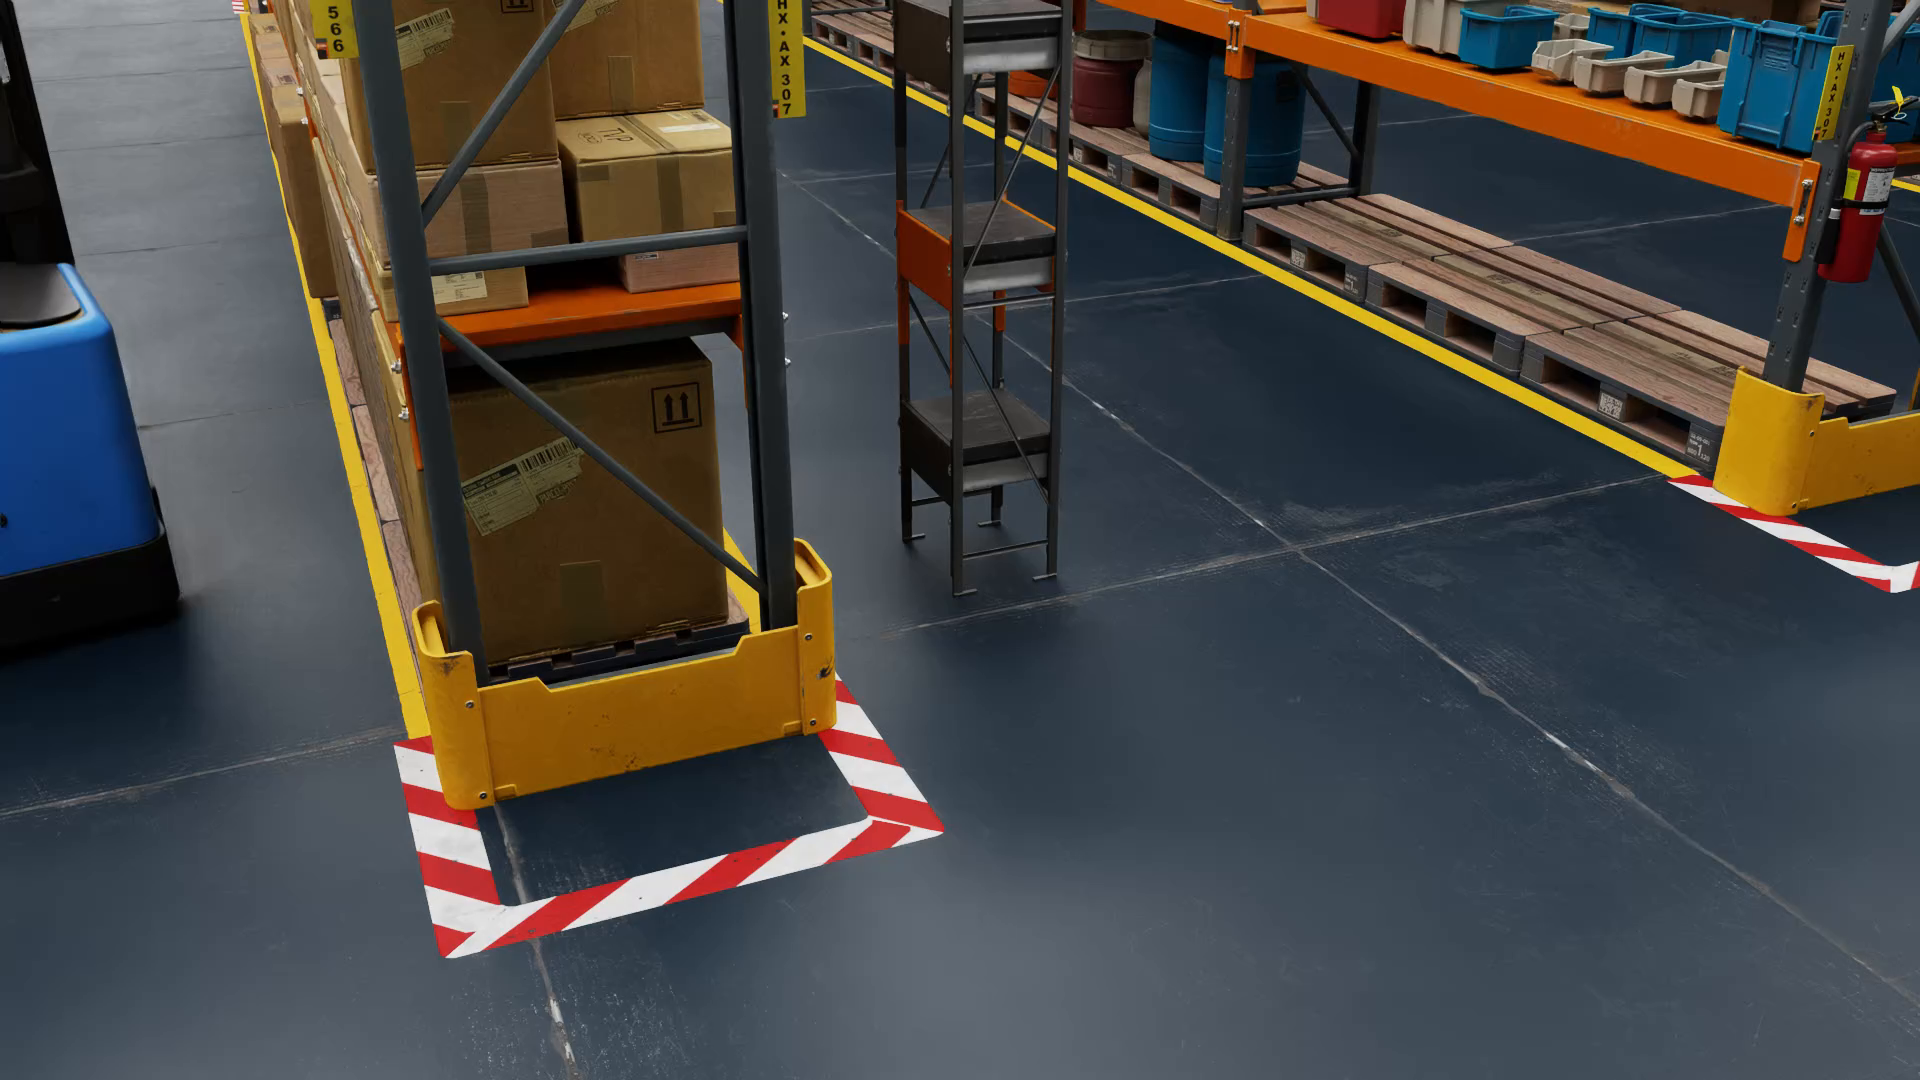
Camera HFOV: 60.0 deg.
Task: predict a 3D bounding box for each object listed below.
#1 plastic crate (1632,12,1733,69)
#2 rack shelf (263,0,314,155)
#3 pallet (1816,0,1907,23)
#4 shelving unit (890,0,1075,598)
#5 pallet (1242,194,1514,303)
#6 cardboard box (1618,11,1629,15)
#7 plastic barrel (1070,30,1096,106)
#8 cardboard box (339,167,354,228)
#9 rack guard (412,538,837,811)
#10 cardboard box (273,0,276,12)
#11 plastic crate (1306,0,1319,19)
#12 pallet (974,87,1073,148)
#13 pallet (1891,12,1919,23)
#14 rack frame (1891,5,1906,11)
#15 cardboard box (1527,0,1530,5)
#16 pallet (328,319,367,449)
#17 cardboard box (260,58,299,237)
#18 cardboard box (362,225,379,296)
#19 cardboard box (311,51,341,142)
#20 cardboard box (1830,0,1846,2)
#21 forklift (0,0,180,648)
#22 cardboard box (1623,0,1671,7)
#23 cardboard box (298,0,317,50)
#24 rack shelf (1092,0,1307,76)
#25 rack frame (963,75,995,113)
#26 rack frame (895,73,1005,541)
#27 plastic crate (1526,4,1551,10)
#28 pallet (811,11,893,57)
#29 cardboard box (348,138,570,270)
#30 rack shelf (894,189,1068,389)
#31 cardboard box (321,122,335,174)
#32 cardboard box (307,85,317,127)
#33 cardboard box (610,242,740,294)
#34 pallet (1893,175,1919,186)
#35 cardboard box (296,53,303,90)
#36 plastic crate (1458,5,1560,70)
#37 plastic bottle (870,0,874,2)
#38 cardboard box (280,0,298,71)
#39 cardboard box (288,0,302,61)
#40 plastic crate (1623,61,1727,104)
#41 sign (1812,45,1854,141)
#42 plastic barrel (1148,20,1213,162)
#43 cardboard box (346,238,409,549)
[{"bbox_3d":[3.276,-2.246,7.553,0.416,0.233,0.300,-11,28,-21],"label":"plastic crate"},{"bbox_3d":[-3.321,-2.854,9.497,1.077,0.370,4.000,-11,28,-21],"label":"rack shelf"},{"bbox_3d":[9.264,-5.601,17.480,1.003,0.211,1.213,-11,28,-21],"label":"pallet"},{"bbox_3d":[0.065,-0.877,5.652,0.431,2.100,0.503,-11,28,-21],"label":"shelving unit"},{"bbox_3d":[2.343,-1.678,9.446,1.003,0.211,1.213,-11,28,-21],"label":"pallet"},{"bbox_3d":[5.538,-3.903,13.174,0.500,0.500,0.500,-12,28,-22],"label":"cardboard box"},{"bbox_3d":[0.963,-3.499,12.355,0.421,0.512,0.421,0,26,0],"label":"plastic barrel"},{"bbox_3d":[-1.815,-1.142,5.456,0.380,0.149,0.250,-11,28,-22],"label":"cardboard box"},{"bbox_3d":[-0.962,0.378,4.906,1.175,0.500,0.348,-11,28,-21],"label":"rack guard"},{"bbox_3d":[-3.563,-3.171,9.211,0.500,0.500,0.500,-10,28,-20],"label":"cardboard box"},{"bbox_3d":[2.070,-2.917,9.038,0.396,0.136,0.243,-11,28,-21],"label":"plastic crate"},{"bbox_3d":[0.800,-3.272,12.710,1.003,0.211,1.213,-11,28,-21],"label":"pallet"},{"bbox_3d":[9.808,-4.954,16.155,1.003,0.211,1.213,-11,28,-21],"label":"pallet"},{"bbox_3d":[9.568,-6.538,16.222,1.000,3.000,0.127,-11,28,-21],"label":"rack frame"},{"bbox_3d":[4.927,-4.527,14.451,0.500,0.500,0.500,-9,28,-18],"label":"cardboard box"},{"bbox_3d":[-2.312,-0.796,7.641,1.003,0.211,1.213,-11,28,-21],"label":"pallet"},{"bbox_3d":[-3.158,-2.219,9.320,1.225,0.875,0.875,-12,28,-22],"label":"cardboard box"},{"bbox_3d":[-1.518,-0.834,4.826,0.380,0.149,0.250,-10,28,-20],"label":"cardboard box"},{"bbox_3d":[-2.011,-1.591,5.922,0.500,0.250,0.500,-11,28,-21],"label":"cardboard box"},{"bbox_3d":[9.238,-5.894,17.251,0.700,0.500,0.500,-10,28,-20],"label":"cardboard box"},{"bbox_3d":[-3.904,-1.465,5.909,1.130,2.935,3.031,-16,30,-30],"label":"forklift"},{"bbox_3d":[5.796,-4.214,13.809,0.500,0.500,0.500,-12,28,-22],"label":"cardboard box"},{"bbox_3d":[-2.192,-2.127,6.164,0.500,0.500,0.500,-11,28,-22],"label":"cardboard box"},{"bbox_3d":[1.236,-3.705,11.240,1.077,0.370,4.000,-11,28,-21],"label":"rack shelf"},{"bbox_3d":[0.453,-4.836,12.736,1.000,3.000,0.127,-11,28,-21],"label":"rack frame"},{"bbox_3d":[-0.031,-0.975,5.854,0.400,2.100,0.015,-11,28,-21],"label":"rack frame"},{"bbox_3d":[2.705,-2.719,8.644,0.437,0.125,0.590,-11,28,-21],"label":"plastic crate"},{"bbox_3d":[-0.771,-4.887,16.019,1.003,0.211,1.213,-11,28,-21],"label":"pallet"},{"bbox_3d":[-1.406,-0.971,4.653,0.500,0.250,0.500,-11,28,-21],"label":"cardboard box"},{"bbox_3d":[0.065,-0.864,5.658,0.431,0.518,0.480,-11,28,-21],"label":"rack shelf"},{"bbox_3d":[-2.116,-1.452,6.090,0.380,0.149,0.250,-11,28,-22],"label":"cardboard box"},{"bbox_3d":[-2.417,-1.762,6.727,0.380,0.149,0.250,-11,28,-22],"label":"cardboard box"},{"bbox_3d":[-0.807,-0.842,4.843,0.380,0.149,0.250,-10,28,-20],"label":"cardboard box"},{"bbox_3d":[6.846,-2.540,11.212,1.003,0.211,1.213,-11,28,-21],"label":"pallet"},{"bbox_3d":[-2.728,-2.081,7.379,0.380,0.149,0.250,-11,28,-20],"label":"cardboard box"},{"bbox_3d":[2.545,-2.343,7.752,0.416,0.233,0.300,-11,28,-21],"label":"plastic crate"},{"bbox_3d":[-0.875,-5.636,17.062,0.097,0.201,0.097,0,26,0],"label":"plastic bottle"},{"bbox_3d":[-2.973,-2.557,7.954,0.500,0.500,0.500,-10,28,-20],"label":"cardboard box"},{"bbox_3d":[-2.595,-2.202,7.172,0.500,0.250,0.500,-11,28,-22],"label":"cardboard box"},{"bbox_3d":[2.999,-1.932,7.021,0.396,0.136,0.243,-11,28,-21],"label":"plastic crate"},{"bbox_3d":[3.086,-1.578,5.878,0.100,0.325,0.005,-11,28,-21],"label":"sign"},{"bbox_3d":[1.544,-2.975,10.838,0.600,0.901,0.708,-11,28,-21],"label":"plastic barrel"},{"bbox_3d":[-1.652,-0.601,6.005,0.875,0.875,0.875,-11,28,-21],"label":"cardboard box"}]
